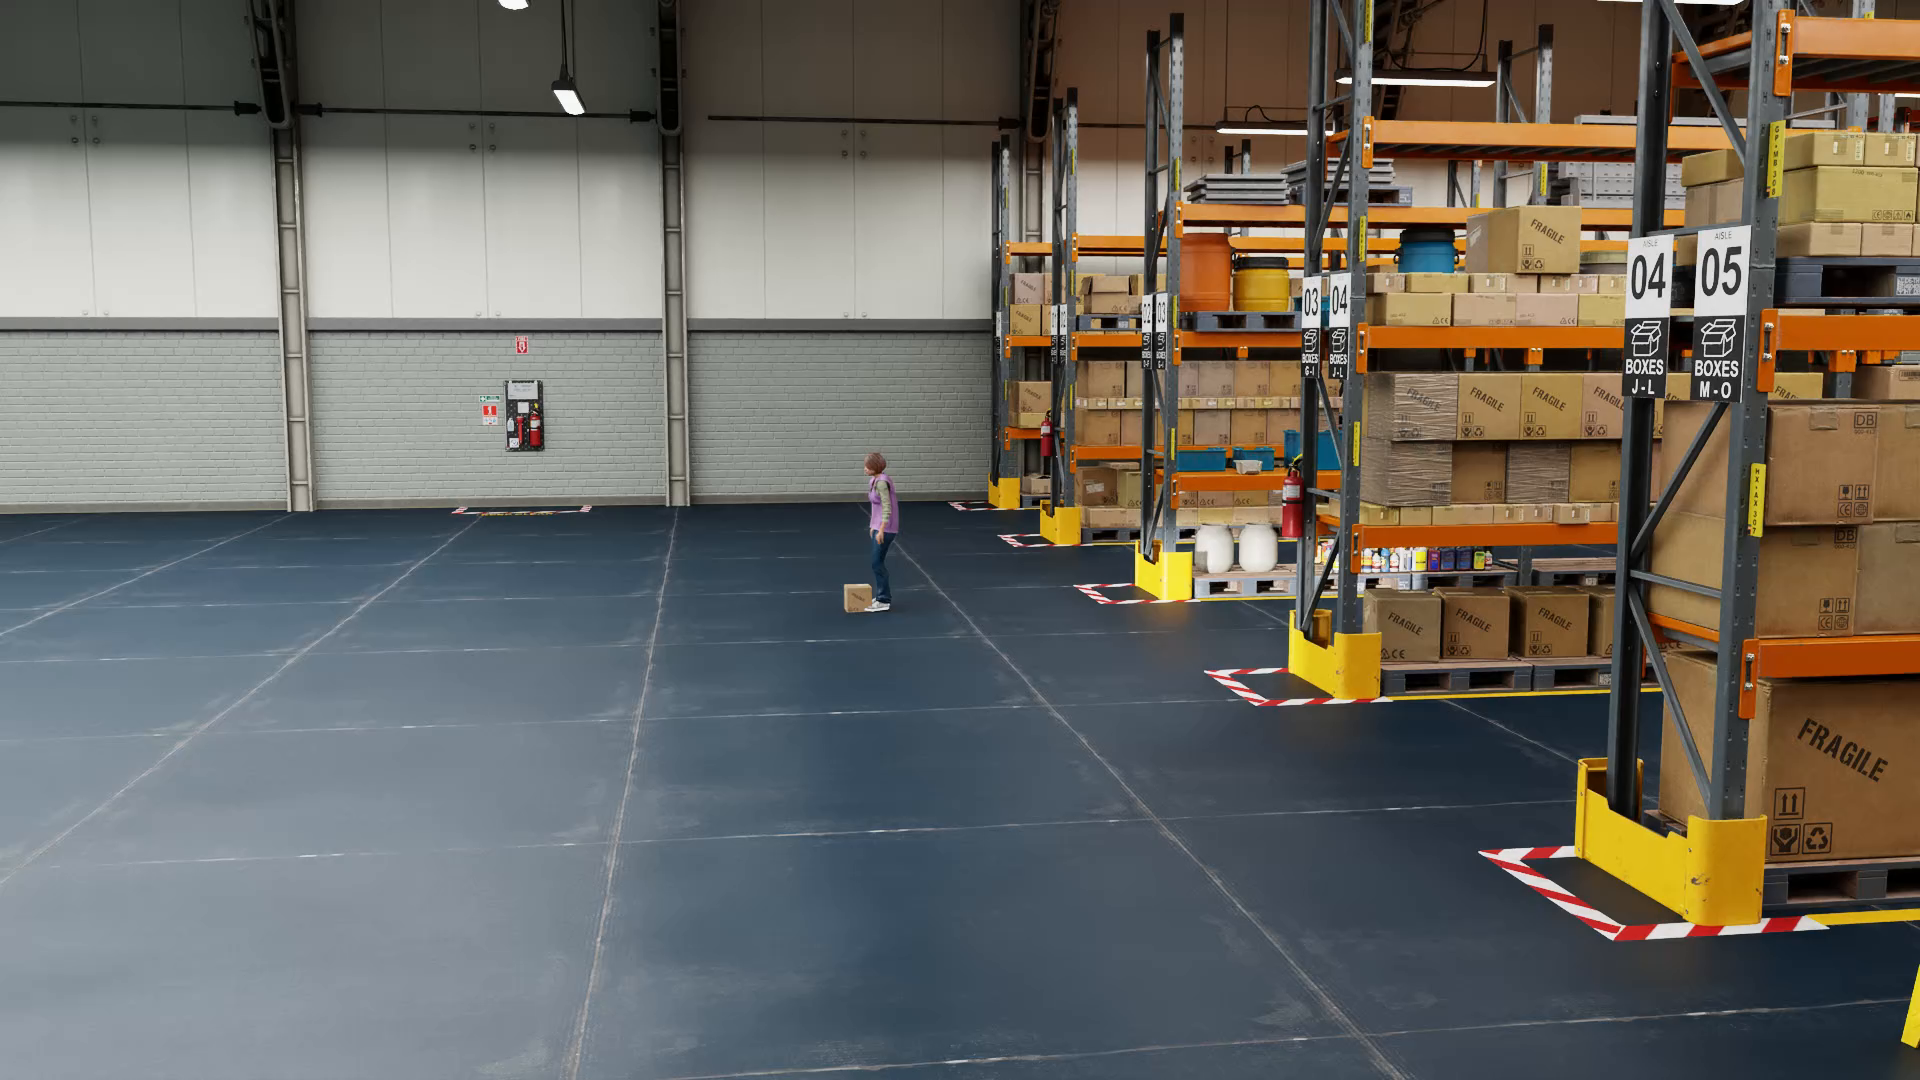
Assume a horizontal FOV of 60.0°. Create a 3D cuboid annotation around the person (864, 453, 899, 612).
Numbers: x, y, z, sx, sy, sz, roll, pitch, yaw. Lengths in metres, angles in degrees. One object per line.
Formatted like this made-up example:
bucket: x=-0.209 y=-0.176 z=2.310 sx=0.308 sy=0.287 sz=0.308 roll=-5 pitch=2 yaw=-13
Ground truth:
person: x=-0.811 y=-0.085 z=16.746 sx=0.370 sy=1.594 sz=0.484 roll=-1 pitch=7 yaw=-12
